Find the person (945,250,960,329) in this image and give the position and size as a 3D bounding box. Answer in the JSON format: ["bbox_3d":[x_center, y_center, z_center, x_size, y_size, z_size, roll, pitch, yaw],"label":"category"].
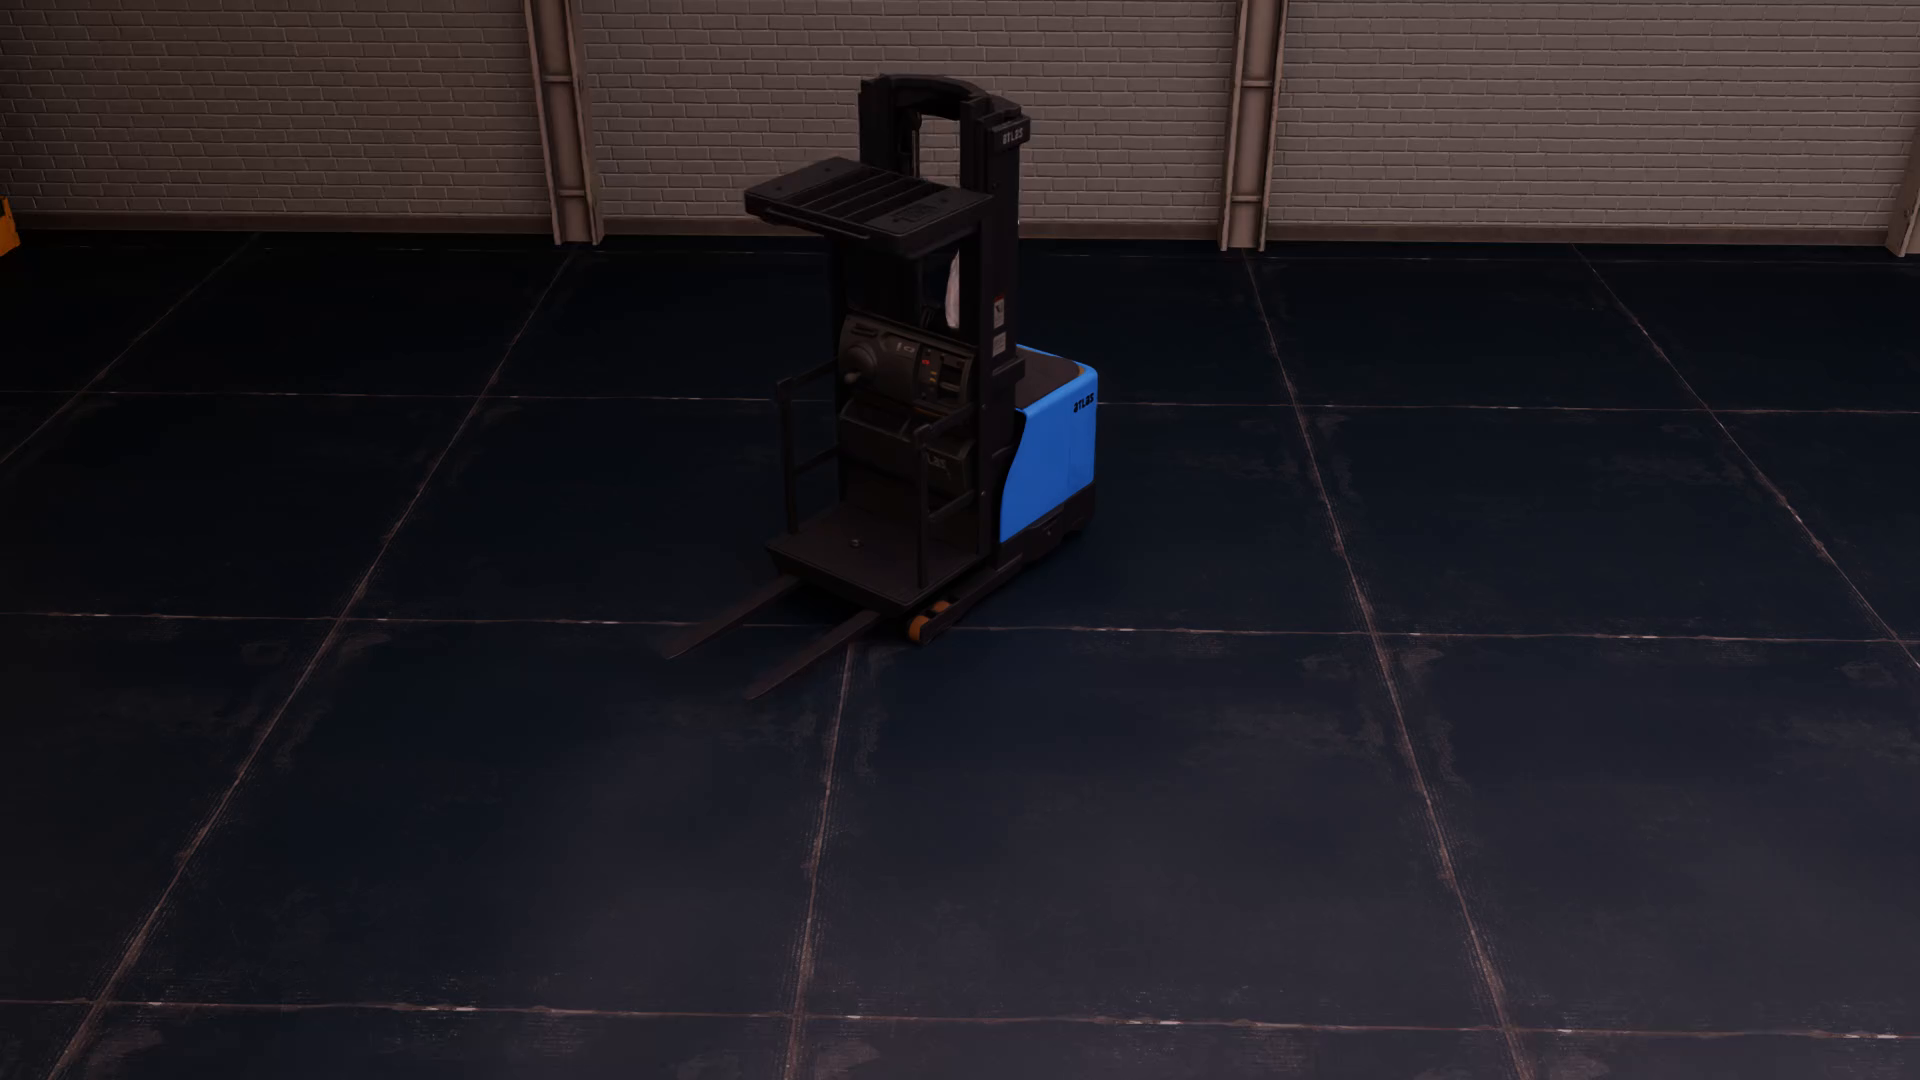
[{"bbox_3d":[0.119,-1.446,11.272,0.486,1.743,0.850,10,32,16],"label":"person"}]

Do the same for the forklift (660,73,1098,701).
[{"bbox_3d":[-0.438,-0.949,9.224,1.130,2.935,3.031,21,37,32],"label":"forklift"}]
